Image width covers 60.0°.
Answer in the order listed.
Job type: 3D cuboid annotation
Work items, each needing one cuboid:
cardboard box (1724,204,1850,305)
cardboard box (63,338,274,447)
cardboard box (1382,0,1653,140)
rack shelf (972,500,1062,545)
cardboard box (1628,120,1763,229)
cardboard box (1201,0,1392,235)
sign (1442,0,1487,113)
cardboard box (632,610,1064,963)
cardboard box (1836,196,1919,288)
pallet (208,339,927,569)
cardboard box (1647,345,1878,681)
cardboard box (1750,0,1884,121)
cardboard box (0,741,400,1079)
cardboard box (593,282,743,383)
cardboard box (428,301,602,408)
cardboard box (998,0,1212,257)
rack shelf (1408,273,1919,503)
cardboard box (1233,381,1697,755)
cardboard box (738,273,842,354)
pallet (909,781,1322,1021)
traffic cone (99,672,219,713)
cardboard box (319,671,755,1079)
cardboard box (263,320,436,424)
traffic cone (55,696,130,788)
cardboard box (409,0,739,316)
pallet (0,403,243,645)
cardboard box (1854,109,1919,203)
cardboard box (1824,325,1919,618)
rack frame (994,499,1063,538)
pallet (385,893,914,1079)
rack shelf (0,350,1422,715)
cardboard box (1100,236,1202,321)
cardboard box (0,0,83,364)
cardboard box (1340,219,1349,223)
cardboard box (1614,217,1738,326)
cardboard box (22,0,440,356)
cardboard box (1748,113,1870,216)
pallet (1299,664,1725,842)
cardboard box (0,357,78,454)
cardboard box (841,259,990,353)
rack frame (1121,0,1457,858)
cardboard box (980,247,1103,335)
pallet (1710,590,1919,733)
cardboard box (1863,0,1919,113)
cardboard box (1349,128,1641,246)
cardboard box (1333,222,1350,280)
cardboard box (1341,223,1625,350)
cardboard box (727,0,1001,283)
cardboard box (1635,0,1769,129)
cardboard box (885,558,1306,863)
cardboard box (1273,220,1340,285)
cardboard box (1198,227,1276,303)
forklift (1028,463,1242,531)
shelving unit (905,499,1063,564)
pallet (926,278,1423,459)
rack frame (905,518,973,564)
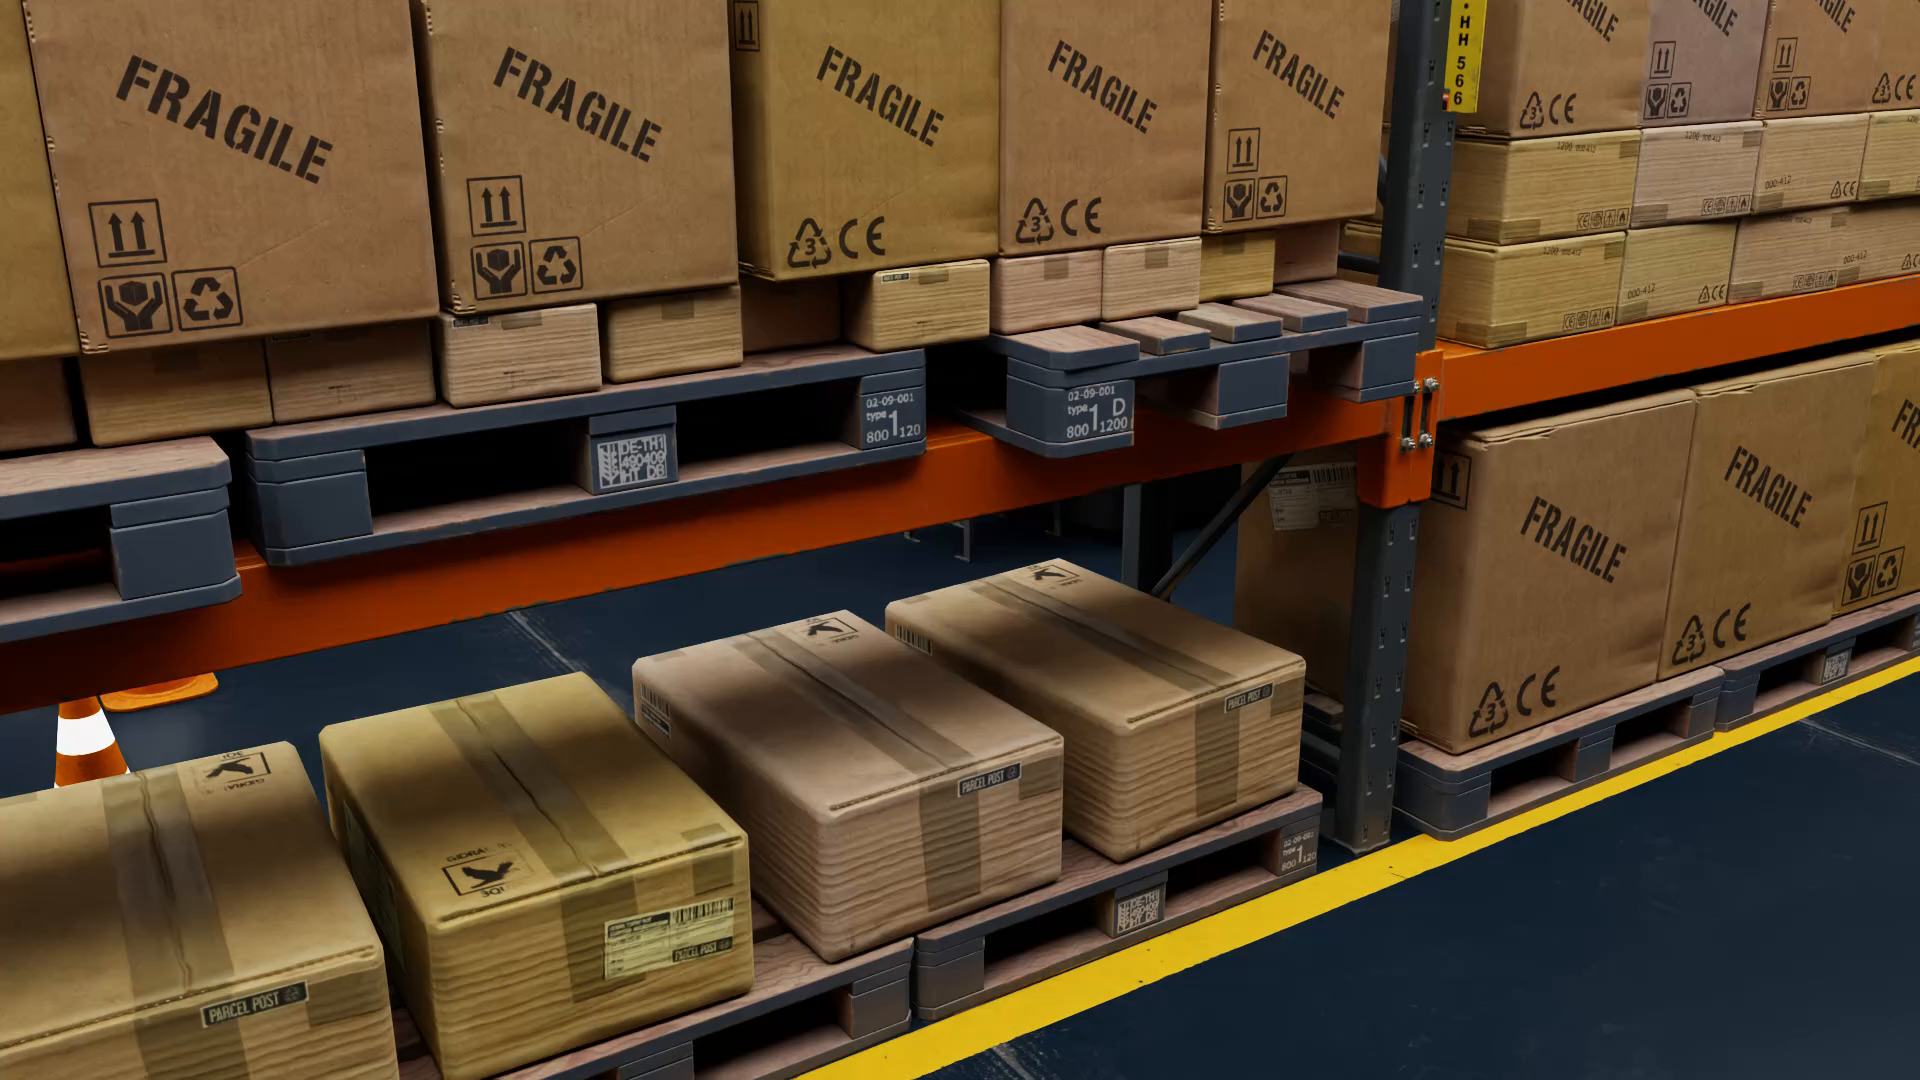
[{"bbox_3d":[2.211,-0.875,4.883,0.500,0.250,0.500,-11,22,-30],"label":"cardboard box"},{"bbox_3d":[-1.256,-0.275,2.612,0.250,0.149,0.380,-12,22,-31],"label":"cardboard box"},{"bbox_3d":[1.350,-1.284,4.140,0.500,0.500,0.500,-13,22,-33],"label":"cardboard box"},{"bbox_3d":[0.097,-0.327,6.661,0.480,0.518,0.431,-15,24,-38],"label":"rack shelf"},{"bbox_3d":[1.795,-1.021,4.534,0.500,0.250,0.500,-11,22,-30],"label":"cardboard box"},{"bbox_3d":[0.577,-0.974,3.665,0.500,0.500,0.500,-13,22,-33],"label":"cardboard box"},{"bbox_3d":[1.110,-1.109,3.656,0.005,0.325,0.100,-12,22,-31],"label":"sign"},{"bbox_3d":[-0.286,0.534,3.929,0.625,0.372,0.950,-12,22,-32],"label":"cardboard box"},{"bbox_3d":[2.621,-0.963,5.143,0.500,0.250,0.500,-12,22,-31],"label":"cardboard box"},{"bbox_3d":[-0.827,-0.291,3.220,1.213,0.211,1.003,-12,22,-31],"label":"pallet"},{"bbox_3d":[2.173,-0.189,5.282,0.875,0.875,0.875,-12,22,-31],"label":"cardboard box"},{"bbox_3d":[2.199,-1.460,4.664,0.500,0.500,0.500,-11,22,-30],"label":"cardboard box"},{"bbox_3d":[-1.502,0.789,3.175,0.625,0.372,0.950,-10,21,-28],"label":"cardboard box"},{"bbox_3d":[-0.591,-0.406,2.999,0.250,0.149,0.380,-13,22,-33],"label":"cardboard box"},{"bbox_3d":[-0.798,-0.351,2.837,0.250,0.149,0.380,-11,22,-29],"label":"cardboard box"},{"bbox_3d":[0.151,-0.880,3.387,0.500,0.500,0.500,-12,22,-32],"label":"cardboard box"},{"bbox_3d":[2.474,-0.753,5.410,4.000,0.370,1.077,-12,22,-31],"label":"rack shelf"},{"bbox_3d":[1.426,-0.033,4.820,0.875,0.875,0.875,-12,22,-32],"label":"cardboard box"},{"bbox_3d":[-0.427,-0.472,3.195,0.250,0.149,0.380,-12,22,-31],"label":"cardboard box"},{"bbox_3d":[0.150,0.717,4.294,1.213,0.211,1.003,-12,22,-31],"label":"pallet"},{"bbox_3d":[-2.579,0.254,5.271,0.334,0.463,0.336,-12,22,-31],"label":"traffic cone"},{"bbox_3d":[-0.922,0.666,3.539,0.625,0.372,0.950,-11,22,-30],"label":"cardboard box"},{"bbox_3d":[-1.049,-0.318,2.740,0.250,0.149,0.380,-12,22,-31],"label":"cardboard box"},{"bbox_3d":[-2.272,0.572,4.329,0.334,0.463,0.336,-12,22,-31],"label":"traffic cone"},{"bbox_3d":[-0.726,-0.695,2.840,0.500,0.500,0.500,-13,23,-34],"label":"cardboard box"},{"bbox_3d":[-1.819,-0.041,2.483,1.213,0.211,1.003,-12,22,-31],"label":"pallet"},{"bbox_3d":[2.649,-1.191,5.038,0.500,0.250,0.500,-11,22,-30],"label":"cardboard box"},{"bbox_3d":[2.920,-0.346,5.747,0.875,0.875,0.875,-11,22,-30],"label":"cardboard box"},{"bbox_3d":[0.281,-1.054,6.584,0.015,2.100,0.400,-15,24,-38],"label":"rack frame"},{"bbox_3d":[-0.868,0.931,3.662,1.213,0.211,1.003,-12,22,-31],"label":"pallet"},{"bbox_3d":[-0.867,-0.048,3.326,4.000,0.370,1.077,-12,22,-31],"label":"rack shelf"},{"bbox_3d":[0.289,-0.577,3.506,0.250,0.149,0.380,-12,22,-32],"label":"cardboard box"},{"bbox_3d":[-1.570,-0.518,2.317,0.500,0.500,0.500,-12,22,-31],"label":"cardboard box"},{"bbox_3d":[1.068,-1.060,4.650,0.500,0.250,0.500,-12,22,-32],"label":"cardboard box"},{"bbox_3d":[1.770,-0.784,4.615,0.500,0.250,0.500,-13,22,-33],"label":"cardboard box"},{"bbox_3d":[-1.150,-0.601,2.564,0.500,0.500,0.500,-12,22,-32],"label":"cardboard box"},{"bbox_3d":[2.218,-1.105,4.784,0.500,0.250,0.500,-12,22,-32],"label":"cardboard box"},{"bbox_3d":[1.503,0.461,5.051,1.213,0.211,1.003,-12,22,-31],"label":"pallet"},{"bbox_3d":[-1.494,-0.241,2.511,0.250,0.149,0.380,-10,21,-28],"label":"cardboard box"},{"bbox_3d":[-0.148,-0.483,3.226,0.250,0.149,0.380,-11,22,-30],"label":"cardboard box"},{"bbox_3d":[0.803,-0.741,4.253,0.127,3.000,1.000,-12,22,-31],"label":"rack frame"},{"bbox_3d":[0.075,-0.535,3.381,0.250,0.149,0.380,-13,23,-34],"label":"cardboard box"},{"bbox_3d":[2.521,0.248,5.683,1.213,0.211,1.003,-12,22,-31],"label":"pallet"},{"bbox_3d":[2.623,-1.548,4.924,0.500,0.500,0.500,-12,22,-31],"label":"cardboard box"},{"bbox_3d":[1.362,-0.930,4.266,0.500,0.250,0.500,-12,22,-32],"label":"cardboard box"},{"bbox_3d":[1.083,-0.829,4.746,0.500,0.250,0.500,-13,23,-33],"label":"cardboard box"},{"bbox_3d":[1.351,-0.689,4.333,0.500,0.250,0.500,-12,22,-32],"label":"cardboard box"},{"bbox_3d":[-0.270,-0.791,3.123,0.500,0.500,0.500,-14,23,-35],"label":"cardboard box"},{"bbox_3d":[1.759,-1.373,4.407,0.500,0.500,0.500,-12,22,-31],"label":"cardboard box"},{"bbox_3d":[0.326,0.402,4.320,0.625,0.372,0.950,-14,23,-35],"label":"cardboard box"},{"bbox_3d":[0.659,-0.700,3.869,0.250,0.149,0.380,-11,22,-29],"label":"cardboard box"},{"bbox_3d":[0.475,-0.634,3.672,0.250,0.149,0.380,-12,22,-31],"label":"cardboard box"},{"bbox_3d":[1.397,-1.788,7.457,3.031,2.935,1.130,-16,24,-39],"label":"forklift"},{"bbox_3d":[0.097,-1.003,6.432,0.503,2.100,0.431,-15,24,-38],"label":"shelving unit"},{"bbox_3d":[0.267,-0.496,3.828,1.003,0.211,1.213,-12,22,-31],"label":"pallet"},{"bbox_3d":[-0.088,-0.952,6.281,0.015,2.100,0.400,-15,24,-38],"label":"rack frame"}]
